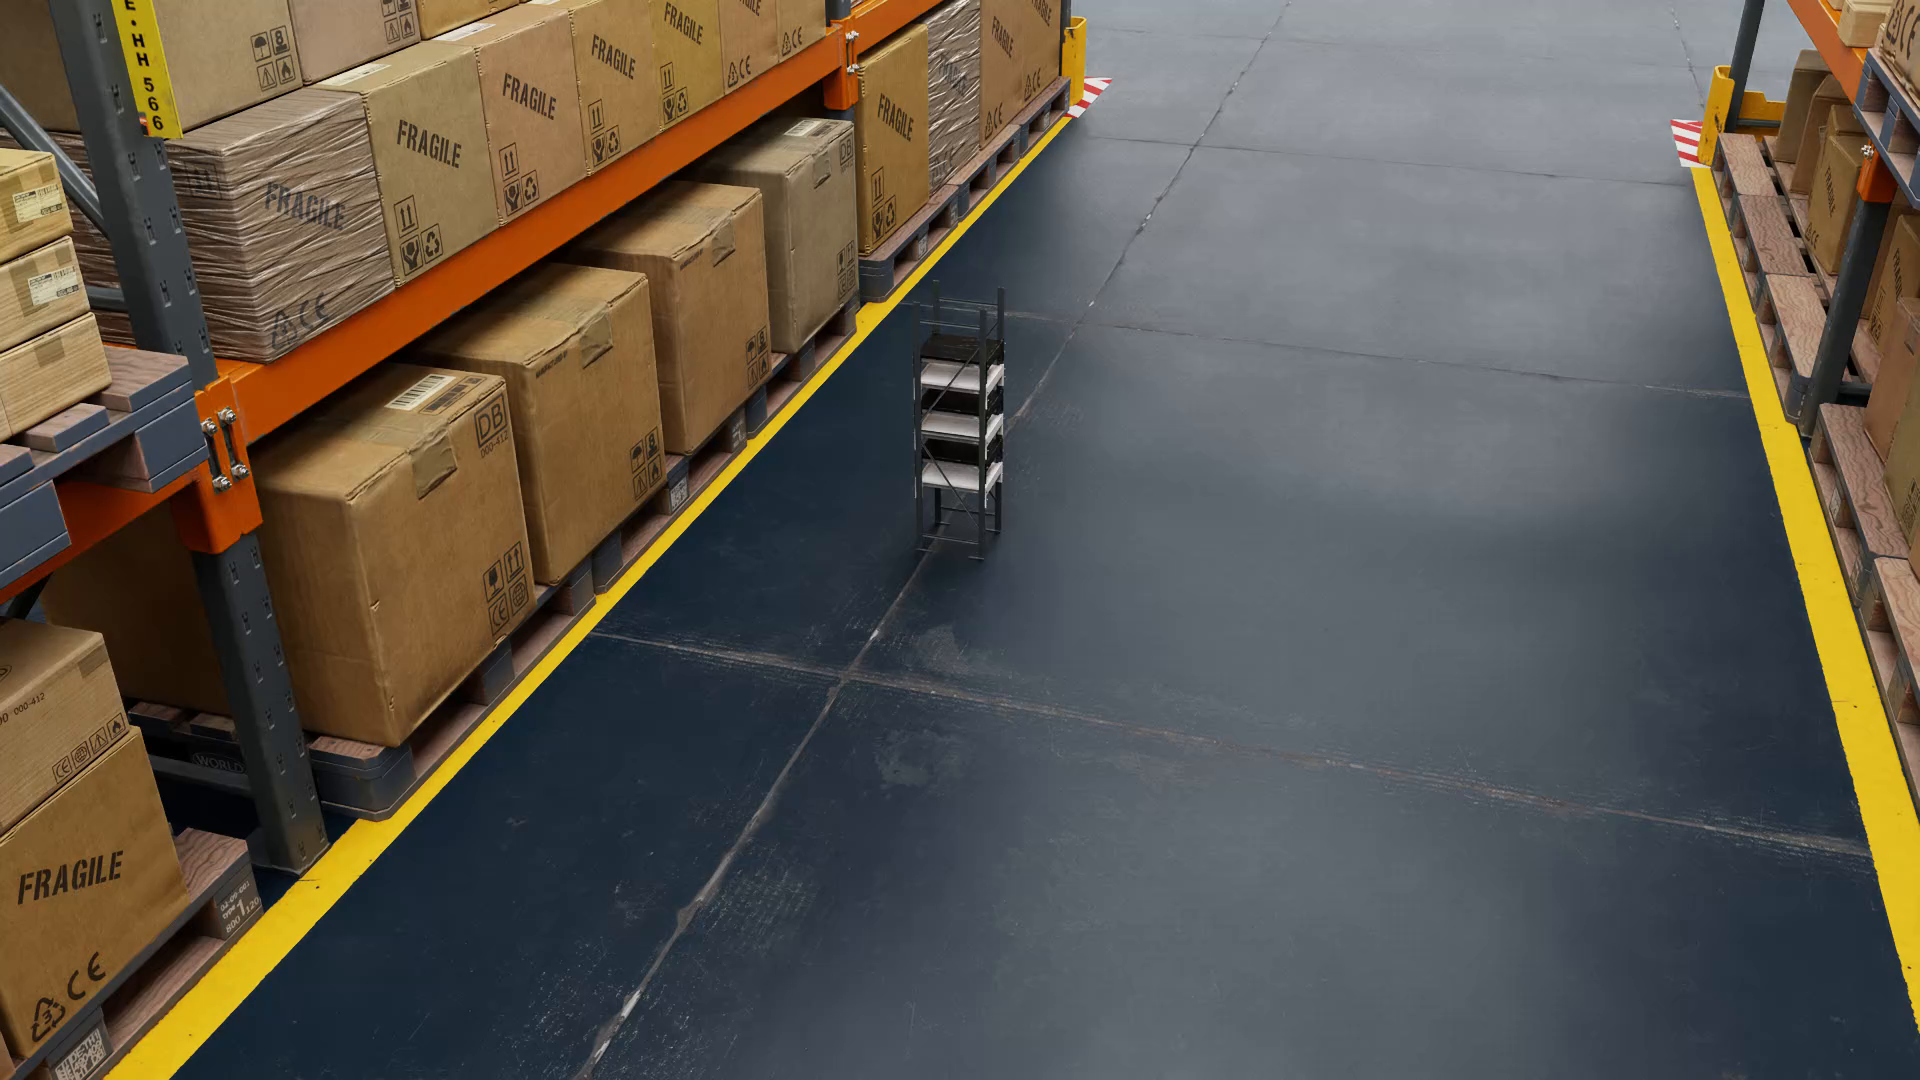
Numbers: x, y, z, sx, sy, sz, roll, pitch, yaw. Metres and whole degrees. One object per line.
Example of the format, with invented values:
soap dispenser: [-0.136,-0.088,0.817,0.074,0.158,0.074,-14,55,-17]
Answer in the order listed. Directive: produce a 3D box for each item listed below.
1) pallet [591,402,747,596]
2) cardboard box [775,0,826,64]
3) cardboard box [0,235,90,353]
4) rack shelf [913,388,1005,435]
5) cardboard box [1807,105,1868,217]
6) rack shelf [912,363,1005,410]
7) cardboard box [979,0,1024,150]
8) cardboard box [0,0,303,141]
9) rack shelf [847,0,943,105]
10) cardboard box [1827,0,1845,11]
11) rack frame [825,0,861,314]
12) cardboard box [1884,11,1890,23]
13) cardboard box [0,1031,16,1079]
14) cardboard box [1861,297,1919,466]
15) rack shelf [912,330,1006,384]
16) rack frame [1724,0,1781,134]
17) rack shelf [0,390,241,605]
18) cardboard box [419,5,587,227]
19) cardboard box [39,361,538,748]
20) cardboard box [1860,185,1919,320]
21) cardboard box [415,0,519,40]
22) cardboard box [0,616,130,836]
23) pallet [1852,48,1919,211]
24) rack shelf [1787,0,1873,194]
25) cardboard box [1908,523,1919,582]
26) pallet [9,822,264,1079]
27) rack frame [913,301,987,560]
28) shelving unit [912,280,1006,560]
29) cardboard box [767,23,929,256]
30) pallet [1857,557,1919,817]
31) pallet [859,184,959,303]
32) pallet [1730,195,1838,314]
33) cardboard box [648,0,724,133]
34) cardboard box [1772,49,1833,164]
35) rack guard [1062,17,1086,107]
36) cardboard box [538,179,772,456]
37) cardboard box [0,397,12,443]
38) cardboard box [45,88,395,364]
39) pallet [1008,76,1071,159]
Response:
pallet: [-1.464,-0.257,5.994,1.003,0.211,1.213,8,30,15]
cardboard box: [-0.851,-2.176,6.474,0.500,0.500,0.500,8,30,15]
cardboard box: [-1.837,-0.464,3.018,0.380,0.149,0.250,9,30,16]
rack shelf: [-0.002,-0.439,5.497,0.258,0.077,0.200,8,30,15]
cardboard box: [4.389,-1.750,7.949,0.500,0.500,0.500,11,31,20]
rack shelf: [-0.002,-0.518,5.453,0.258,0.077,0.200,8,30,15]
cardboard box: [-0.171,-2.793,9.439,0.875,0.875,0.875,8,30,14]
cardboard box: [-1.986,-1.242,3.766,0.700,0.500,0.500,8,30,15]
rack shelf: [-0.366,-3.028,8.848,1.077,0.370,4.000,8,30,15]
cardboard box: [3.995,-2.386,7.211,0.380,0.149,0.250,8,30,15]
rack frame: [-0.953,-2.413,7.003,1.000,3.000,0.127,8,30,15]
cardboard box: [3.754,-1.913,6.362,0.380,0.149,0.250,8,30,15]
cardboard box: [-2.226,0.938,3.117,0.500,0.500,0.500,10,31,17]
cardboard box: [3.558,-0.476,5.639,0.700,0.500,0.500,6,30,11]
rack shelf: [-0.002,-0.596,5.409,0.258,0.077,0.200,8,30,15]
rack frame: [4.933,-3.517,8.987,1.000,3.000,0.127,8,30,15]
rack shelf: [-2.714,0.689,2.165,1.077,0.370,4.000,8,30,15]
cardboard box: [-1.442,-1.239,4.789,0.500,0.500,0.500,8,30,15]
cardboard box: [-1.863,-0.025,4.591,1.050,0.750,0.750,8,30,14]
cardboard box: [4.075,-1.197,6.956,0.500,0.500,0.500,19,34,30]
cardboard box: [-1.690,-1.716,4.618,0.700,0.500,0.500,8,30,14]
cardboard box: [-2.077,0.382,3.346,0.500,0.250,0.500,8,30,14]
pallet: [3.395,-1.240,5.091,1.003,0.211,1.213,8,30,15]
rack shelf: [4.346,-2.274,7.491,1.077,0.370,4.000,8,30,15]
cardboard box: [3.236,0.003,4.778,0.700,0.500,0.500,6,30,11]
pallet: [-2.358,1.027,3.686,1.003,0.211,1.213,8,30,15]
rack frame: [-0.032,-0.342,5.440,0.240,0.900,0.006,8,30,15]
shelving unit: [-0.002,-0.389,5.524,0.258,0.900,0.210,8,30,15]
cardboard box: [-0.702,-1.951,7.924,0.875,0.875,0.875,9,30,16]
pallet: [3.175,0.491,4.650,1.003,0.211,1.213,8,30,15]
pallet: [-0.655,-1.537,8.296,1.003,0.211,1.213,8,30,15]
pallet: [4.278,-1.326,7.916,1.003,0.211,1.213,8,30,15]
cardboard box: [-1.147,-1.707,5.629,0.500,0.500,0.500,9,30,15]
cardboard box: [4.733,-2.321,8.976,0.500,0.500,0.500,14,32,24]
rack guard: [0.228,-3.191,10.972,1.175,0.500,0.348,8,30,15]
cardboard box: [-1.336,-0.865,6.101,1.050,0.750,0.750,8,30,15]
cardboard box: [-1.907,-0.218,2.883,0.380,0.149,0.250,8,30,15]
cardboard box: [-1.737,-0.768,3.942,0.500,0.500,0.500,9,30,15]
pallet: [0.061,-2.671,10.334,1.003,0.211,1.213,8,30,15]
